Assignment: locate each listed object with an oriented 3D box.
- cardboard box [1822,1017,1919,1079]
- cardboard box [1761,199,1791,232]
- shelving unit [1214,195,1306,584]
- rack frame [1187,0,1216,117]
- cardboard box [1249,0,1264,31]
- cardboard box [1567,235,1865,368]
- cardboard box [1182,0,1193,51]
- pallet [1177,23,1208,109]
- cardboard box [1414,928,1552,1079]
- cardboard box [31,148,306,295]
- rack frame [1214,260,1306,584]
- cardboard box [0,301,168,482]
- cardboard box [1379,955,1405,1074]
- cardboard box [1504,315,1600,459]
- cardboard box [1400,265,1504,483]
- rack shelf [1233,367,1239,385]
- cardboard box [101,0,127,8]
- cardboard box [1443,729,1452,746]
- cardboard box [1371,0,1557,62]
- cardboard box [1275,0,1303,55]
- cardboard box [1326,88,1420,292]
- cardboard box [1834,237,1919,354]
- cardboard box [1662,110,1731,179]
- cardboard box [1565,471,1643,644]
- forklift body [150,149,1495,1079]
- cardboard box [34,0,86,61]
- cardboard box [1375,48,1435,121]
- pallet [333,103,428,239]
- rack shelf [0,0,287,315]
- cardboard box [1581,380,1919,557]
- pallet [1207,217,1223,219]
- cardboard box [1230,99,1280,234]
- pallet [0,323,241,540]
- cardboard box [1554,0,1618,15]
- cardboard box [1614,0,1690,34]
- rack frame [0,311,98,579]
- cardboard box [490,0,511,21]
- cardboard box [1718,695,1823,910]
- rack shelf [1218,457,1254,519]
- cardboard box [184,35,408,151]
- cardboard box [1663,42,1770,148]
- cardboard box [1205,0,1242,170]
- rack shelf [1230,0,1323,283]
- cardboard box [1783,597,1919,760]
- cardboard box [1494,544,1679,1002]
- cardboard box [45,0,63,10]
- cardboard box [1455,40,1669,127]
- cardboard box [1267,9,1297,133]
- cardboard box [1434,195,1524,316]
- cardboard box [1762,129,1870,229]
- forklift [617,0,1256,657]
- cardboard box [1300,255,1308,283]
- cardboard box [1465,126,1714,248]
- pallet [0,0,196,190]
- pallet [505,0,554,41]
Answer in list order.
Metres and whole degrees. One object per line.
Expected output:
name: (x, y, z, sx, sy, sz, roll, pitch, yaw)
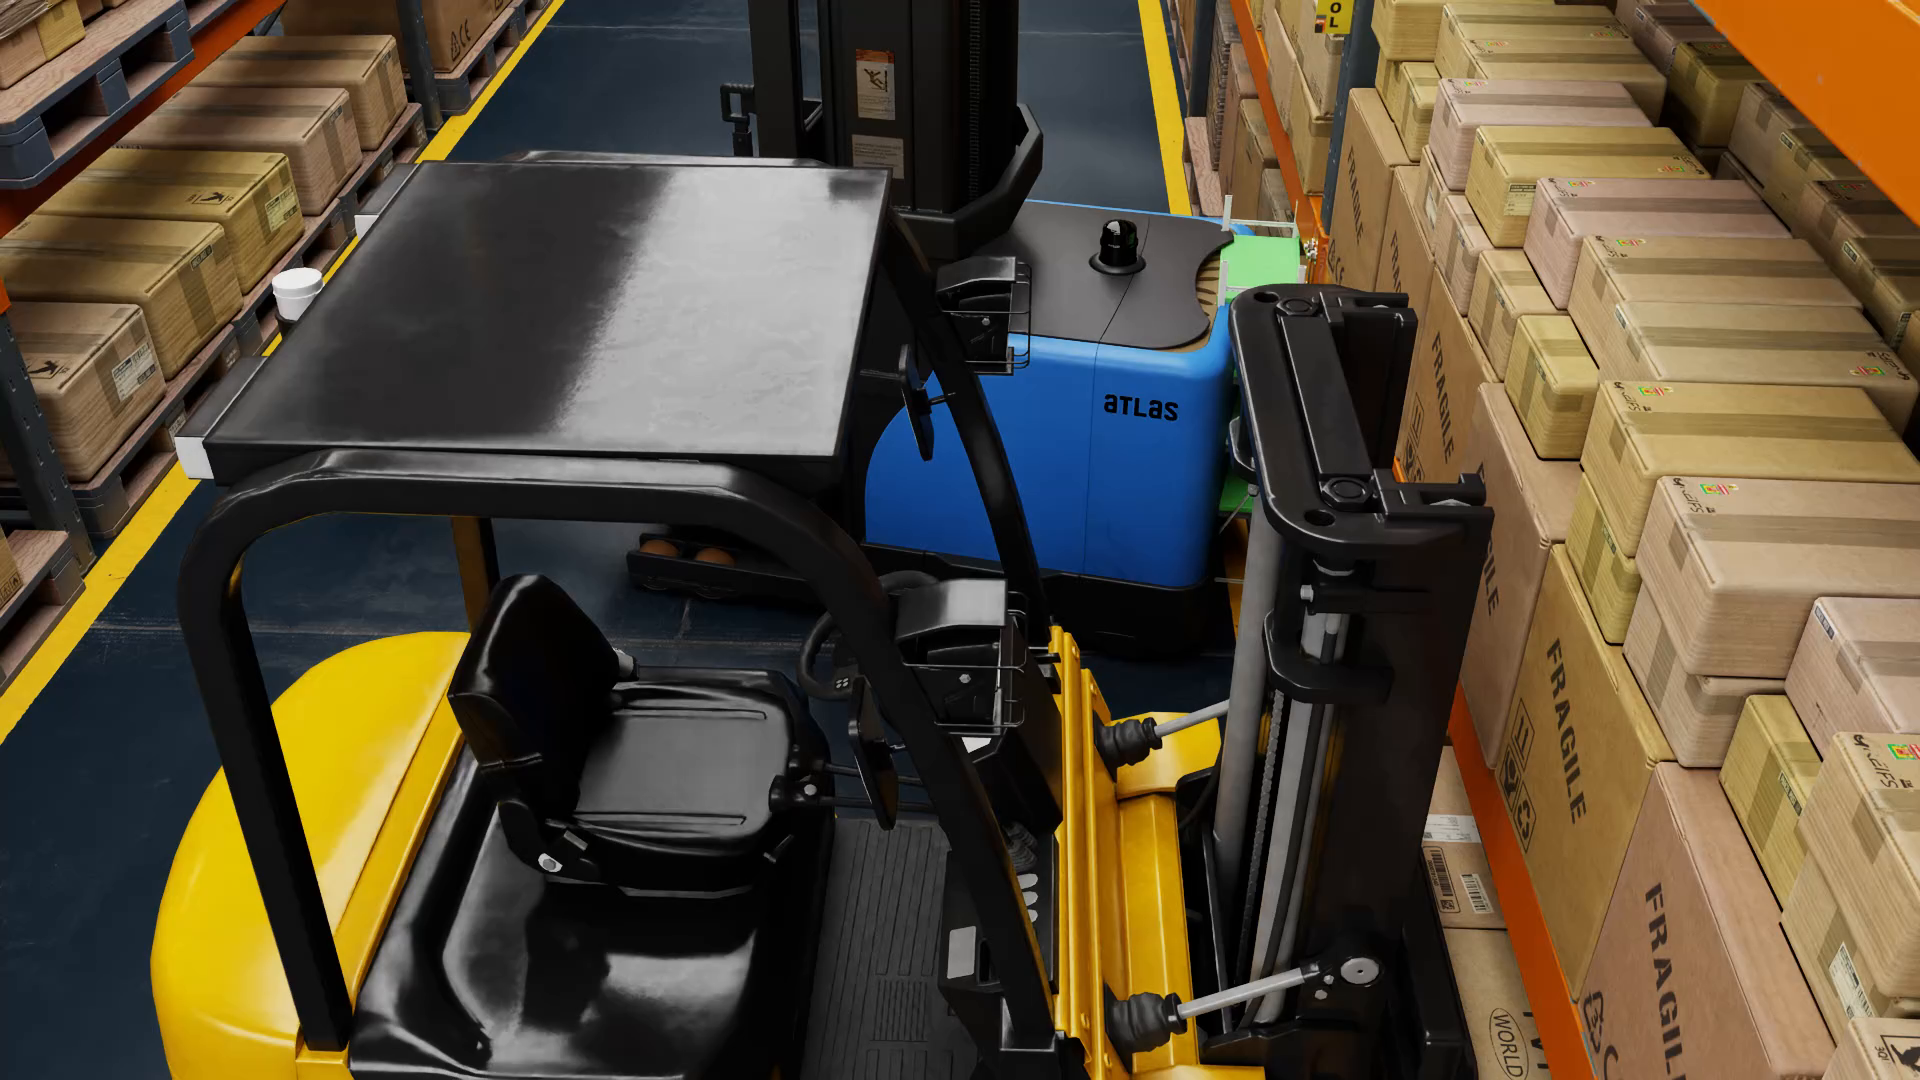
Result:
cardboard box: (1.081, 0.616, 1.614, 0.380, 0.149, 0.250, 2, 35, 3)
cardboard box: (1.702, -0.551, 3.275, 0.380, 0.149, 0.250, 2, 35, 3)
shelving unit: (0.910, -0.431, 5.311, 0.258, 1.200, 0.503, 5, 34, 7)
rack frame: (1.688, -3.321, 7.867, 1.000, 3.000, 0.127, 1, 35, 2)
cardboard box: (1.365, -2.127, 6.299, 0.500, 0.250, 0.500, 2, 35, 3)
cardboard box: (1.253, -0.389, 2.785, 0.380, 0.149, 0.250, 1, 35, 2)
cardboard box: (1.521, -3.005, 9.226, 0.500, 0.500, 0.500, 1, 35, 1)
pallet: (1.756, -2.608, 9.277, 1.003, 0.211, 1.213, 1, 35, 2)
cardboard box: (1.099, 0.964, 2.926, 0.500, 0.250, 0.500, 2, 35, 2)
cardboard box: (-3.362, -1.346, 6.977, 0.950, 0.372, 0.625, 2, 35, 3)
rack frame: (0.872, -0.296, 5.111, 0.240, 1.200, 0.015, 5, 34, 7)
cardboard box: (-3.414, -0.533, 5.820, 0.950, 0.372, 0.625, 2, 35, 2)
cardboard box: (1.128, 0.865, 3.502, 0.500, 0.250, 0.500, 1, 35, 2)
cardboard box: (1.170, -0.264, 2.866, 0.380, 0.149, 0.250, 1, 35, 1)
cardboard box: (1.225, -0.224, 3.373, 0.500, 0.500, 0.500, 1, 35, 1)
rack shelf: (0.910, -0.577, 5.212, 0.258, 0.148, 0.480, 5, 34, 7)
cardboard box: (-3.089, -1.969, 5.796, 0.380, 0.149, 0.250, 2, 35, 3)
cardboard box: (1.155, 0.372, 3.769, 0.500, 0.250, 0.500, 2, 35, 3)
cardboard box: (1.218, -1.274, 4.045, 0.380, 0.149, 0.250, 2, 35, 3)
cardboard box: (1.305, -1.750, 5.327, 0.500, 0.250, 0.500, 0, 35, 1)
cardboard box: (1.249, -0.815, 4.214, 0.500, 0.500, 0.500, 0, 35, 1)
cardboard box: (1.691, -0.381, 2.773, 0.380, 0.149, 0.250, 2, 35, 3)
cardboard box: (1.777, -0.842, 3.688, 0.380, 0.149, 0.250, 2, 35, 3)
cardboard box: (1.128, 0.026, 2.453, 0.380, 0.149, 0.250, 2, 35, 2)
forklift body: (-0.380, 0.491, 3.181, 2.313, 2.155, 1.214, 1, 35, 2)
cardboard box: (-3.076, -1.658, 5.353, 0.380, 0.149, 0.250, 2, 35, 3)
cardboard box: (1.252, -1.152, 4.129, 0.380, 0.149, 0.250, 1, 35, 1)
pallet: (-3.305, -1.844, 8.190, 1.003, 0.211, 1.213, 1, 35, 2)
rack shelf: (-3.352, -1.990, 6.598, 1.077, 0.370, 4.000, 1, 35, 2)
cardboard box: (1.122, -0.099, 2.372, 0.380, 0.149, 0.250, 2, 35, 3)
pallet: (1.564, -1.009, 7.002, 1.003, 0.211, 1.213, 1, 35, 2)
cardboard box: (1.604, -1.401, 6.834, 0.875, 0.625, 0.625, 0, 35, 0)
pallet: (-3.403, -0.442, 6.195, 1.003, 0.211, 1.213, 1, 35, 2)
cardboard box: (1.756, -1.526, 4.662, 0.380, 0.149, 0.250, 1, 35, 1)
cardboard box: (1.816, -1.260, 4.025, 0.380, 0.149, 0.250, 1, 35, 2)
rack frame: (-3.432, -1.135, 4.757, 1.000, 3.000, 0.127, 1, 35, 2)
cardboard box: (-3.121, -3.643, 9.808, 0.875, 0.875, 0.875, 2, 35, 2)
cardboard box: (1.174, 0.326, 2.026, 0.380, 0.149, 0.250, 1, 35, 2)
rack shelf: (0.910, -0.179, 5.481, 0.258, 0.148, 0.480, 5, 34, 7)
cardboard box: (-3.304, -2.206, 8.200, 0.950, 0.372, 0.625, -1, 35, -1)
cardboard box: (1.768, -0.965, 3.604, 0.380, 0.149, 0.250, 1, 35, 1)
cardboard box: (1.649, -2.163, 7.919, 0.875, 0.625, 0.625, 2, 35, 3)
rack shelf: (1.608, -1.877, 6.438, 1.077, 0.370, 4.000, 1, 35, 2)
cardboard box: (1.217, 0.202, 1.944, 0.380, 0.149, 0.250, 2, 35, 2)
cardboard box: (1.174, 0.353, 2.552, 0.500, 0.500, 0.500, 1, 35, 1)
cardboard box: (-3.108, -2.020, 5.305, 0.500, 0.500, 0.500, 1, 35, 2)
cardboard box: (1.297, -0.975, 3.619, 0.380, 0.149, 0.250, 1, 35, 1)
cardboard box: (1.301, -1.546, 5.471, 0.500, 0.250, 0.500, 1, 35, 2)
cardboard box: (1.164, -0.562, 3.290, 0.380, 0.149, 0.250, 1, 35, 1)
cardboard box: (1.790, -0.671, 3.186, 0.380, 0.149, 0.250, 1, 35, 1)
forklift: (-0.605, -1.289, 5.035, 3.031, 2.935, 1.130, 8, 36, 12)
cardboard box: (1.537, -0.523, 5.586, 0.875, 0.625, 0.625, 3, 35, 4)
cardboard box: (1.200, -0.680, 3.199, 0.380, 0.149, 0.250, 1, 35, 1)
pallet: (-3.256, -1.493, 5.432, 1.003, 0.211, 1.213, 1, 35, 2)
pallet: (-3.113, -3.443, 10.465, 1.003, 0.211, 1.213, 1, 35, 2)
